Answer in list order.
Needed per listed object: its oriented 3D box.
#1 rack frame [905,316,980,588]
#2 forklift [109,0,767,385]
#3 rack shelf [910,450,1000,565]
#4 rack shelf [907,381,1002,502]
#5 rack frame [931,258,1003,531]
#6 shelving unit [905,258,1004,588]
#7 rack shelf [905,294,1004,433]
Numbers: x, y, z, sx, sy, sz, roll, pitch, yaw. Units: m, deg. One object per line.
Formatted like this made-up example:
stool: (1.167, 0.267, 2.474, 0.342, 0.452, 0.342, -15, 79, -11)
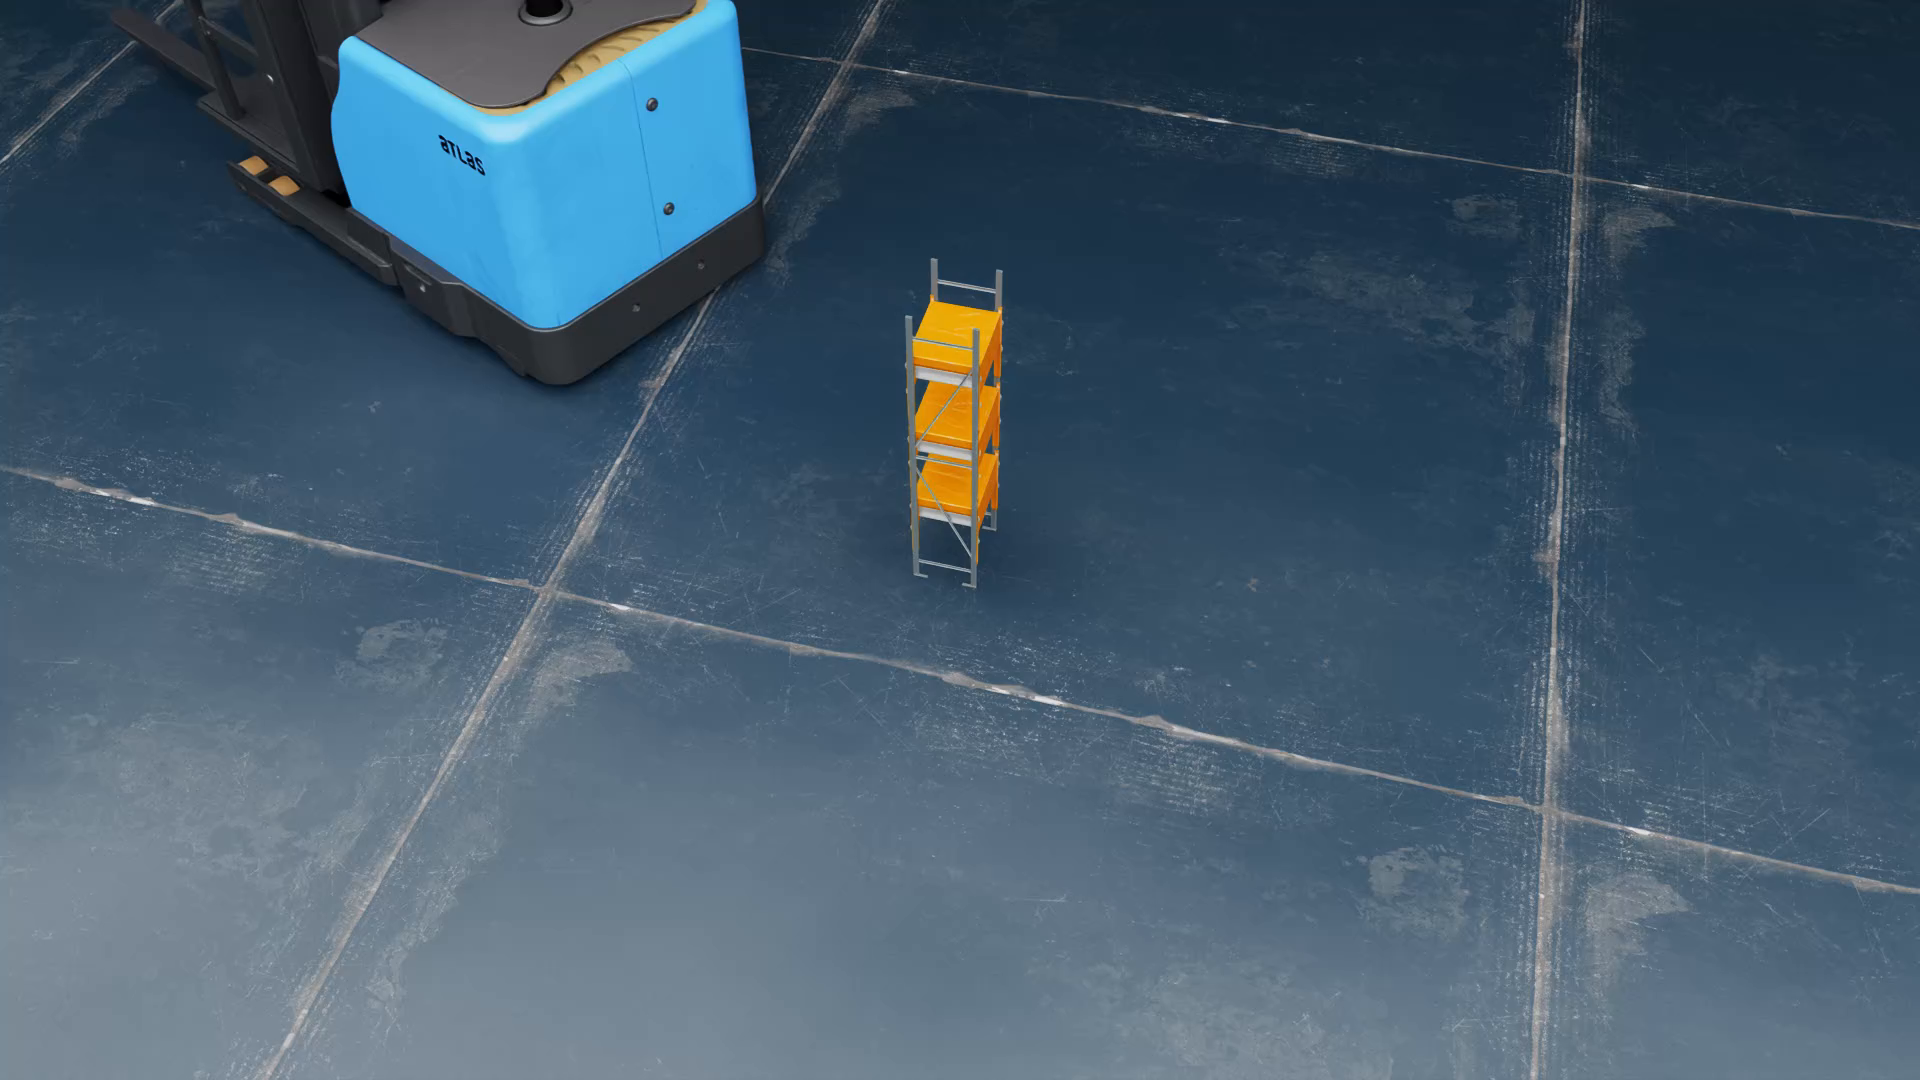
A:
rack frame: (-0.046, -0.220, 4.744, 0.200, 1.050, 0.008, 12, 50, 10)
forklift: (-2.155, -2.449, 5.457, 3.031, 2.935, 1.130, 33, 56, 26)
rack shelf: (-0.014, -0.118, 5.039, 0.215, 0.259, 0.240, 12, 50, 10)
rack shelf: (-0.014, -0.302, 4.830, 0.215, 0.259, 0.240, 12, 50, 10)
rack frame: (0.018, -0.397, 4.900, 0.200, 1.050, 0.008, 12, 50, 10)
shelving unit: (-0.014, -0.309, 4.822, 0.215, 1.050, 0.252, 12, 50, 10)
rack shelf: (-0.014, -0.489, 4.617, 0.215, 0.259, 0.240, 12, 50, 10)
